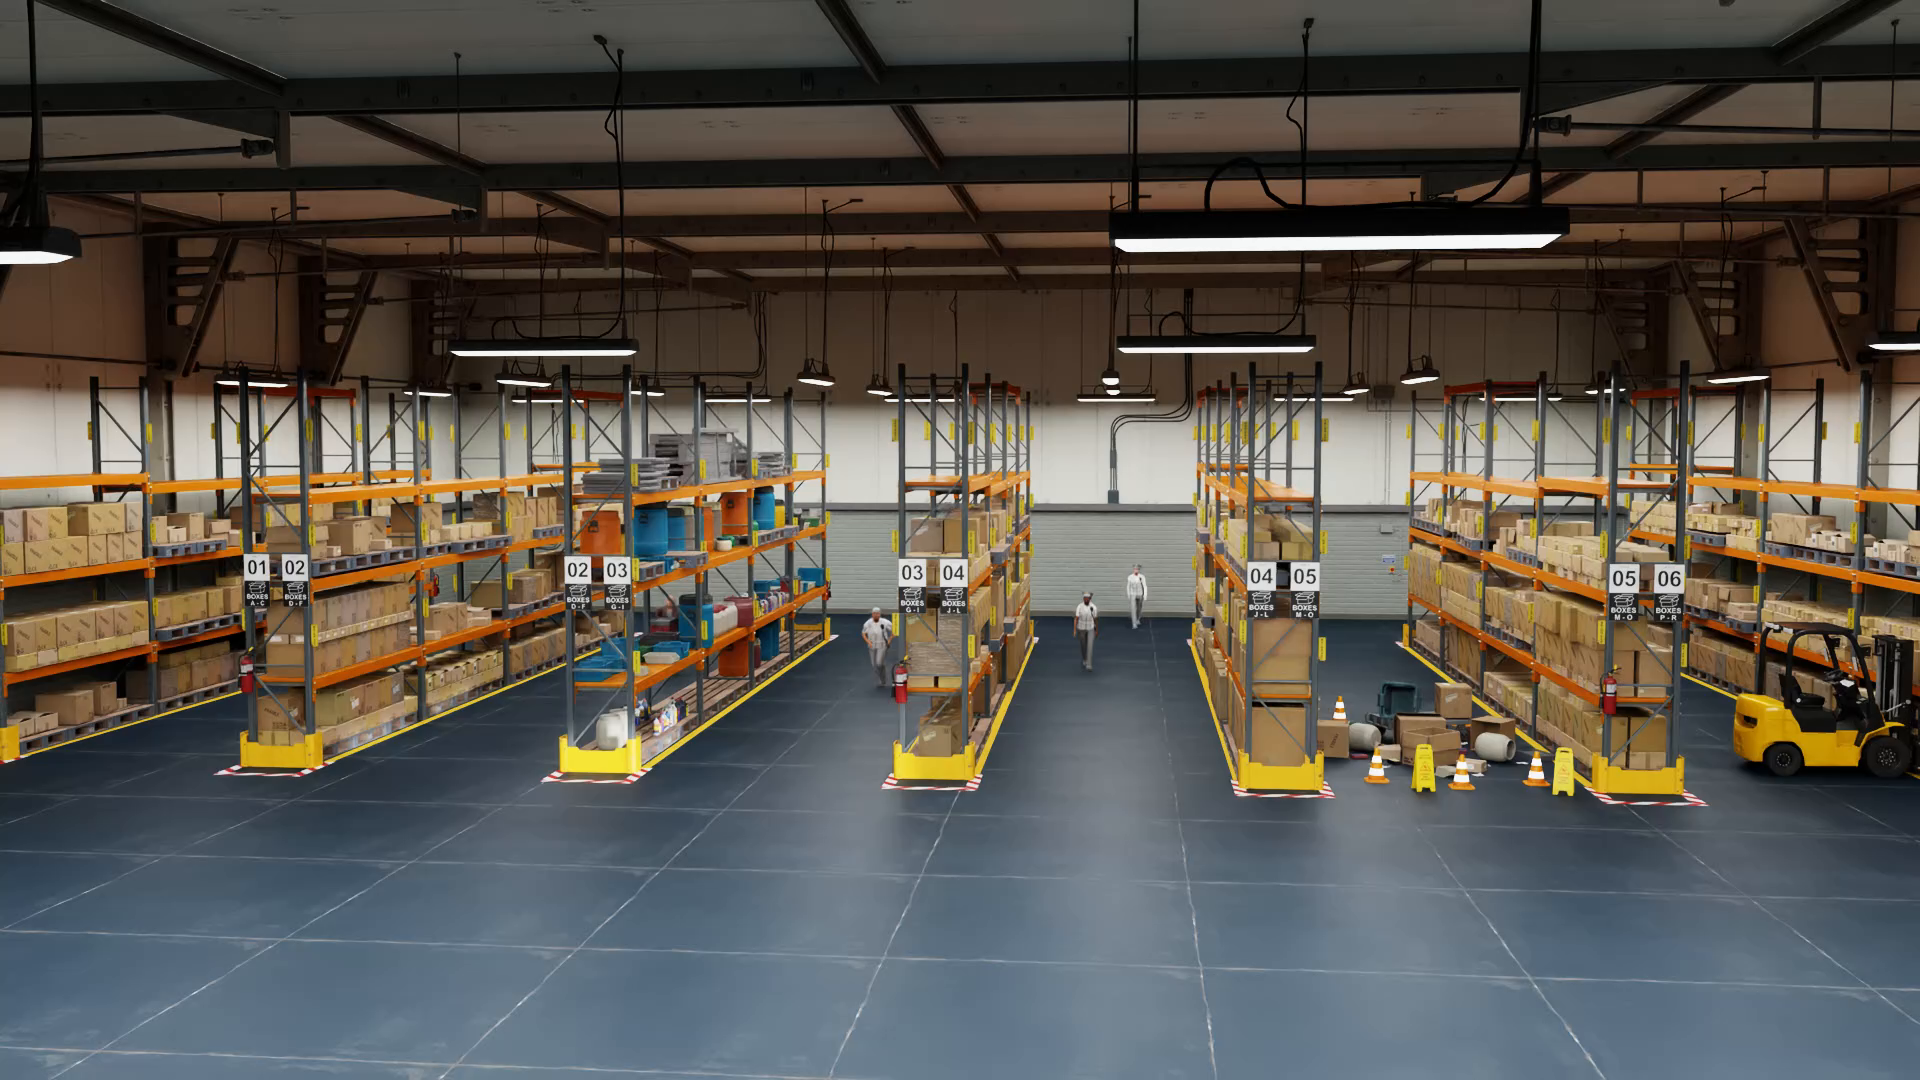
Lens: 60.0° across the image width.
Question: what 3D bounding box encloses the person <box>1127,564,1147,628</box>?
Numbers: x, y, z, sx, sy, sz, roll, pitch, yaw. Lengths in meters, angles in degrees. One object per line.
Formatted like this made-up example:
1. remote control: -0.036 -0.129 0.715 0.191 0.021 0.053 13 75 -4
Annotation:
1. person: 4.558 1.422 42.792 0.512 1.621 1.023 0 4 3

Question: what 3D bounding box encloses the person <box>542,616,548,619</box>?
1. person: -11.242 1.292 44.163 0.642 1.697 1.092 0 4 0

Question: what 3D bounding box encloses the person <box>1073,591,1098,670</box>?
1. person: 2.664 1.894 35.299 0.503 1.636 0.998 1 4 9

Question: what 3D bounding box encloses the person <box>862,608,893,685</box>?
1. person: -1.599 2.107 32.799 0.594 1.584 0.760 1 4 18

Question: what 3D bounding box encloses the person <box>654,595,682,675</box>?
1. person: -5.960 1.960 34.426 0.680 1.687 0.673 1 4 17
